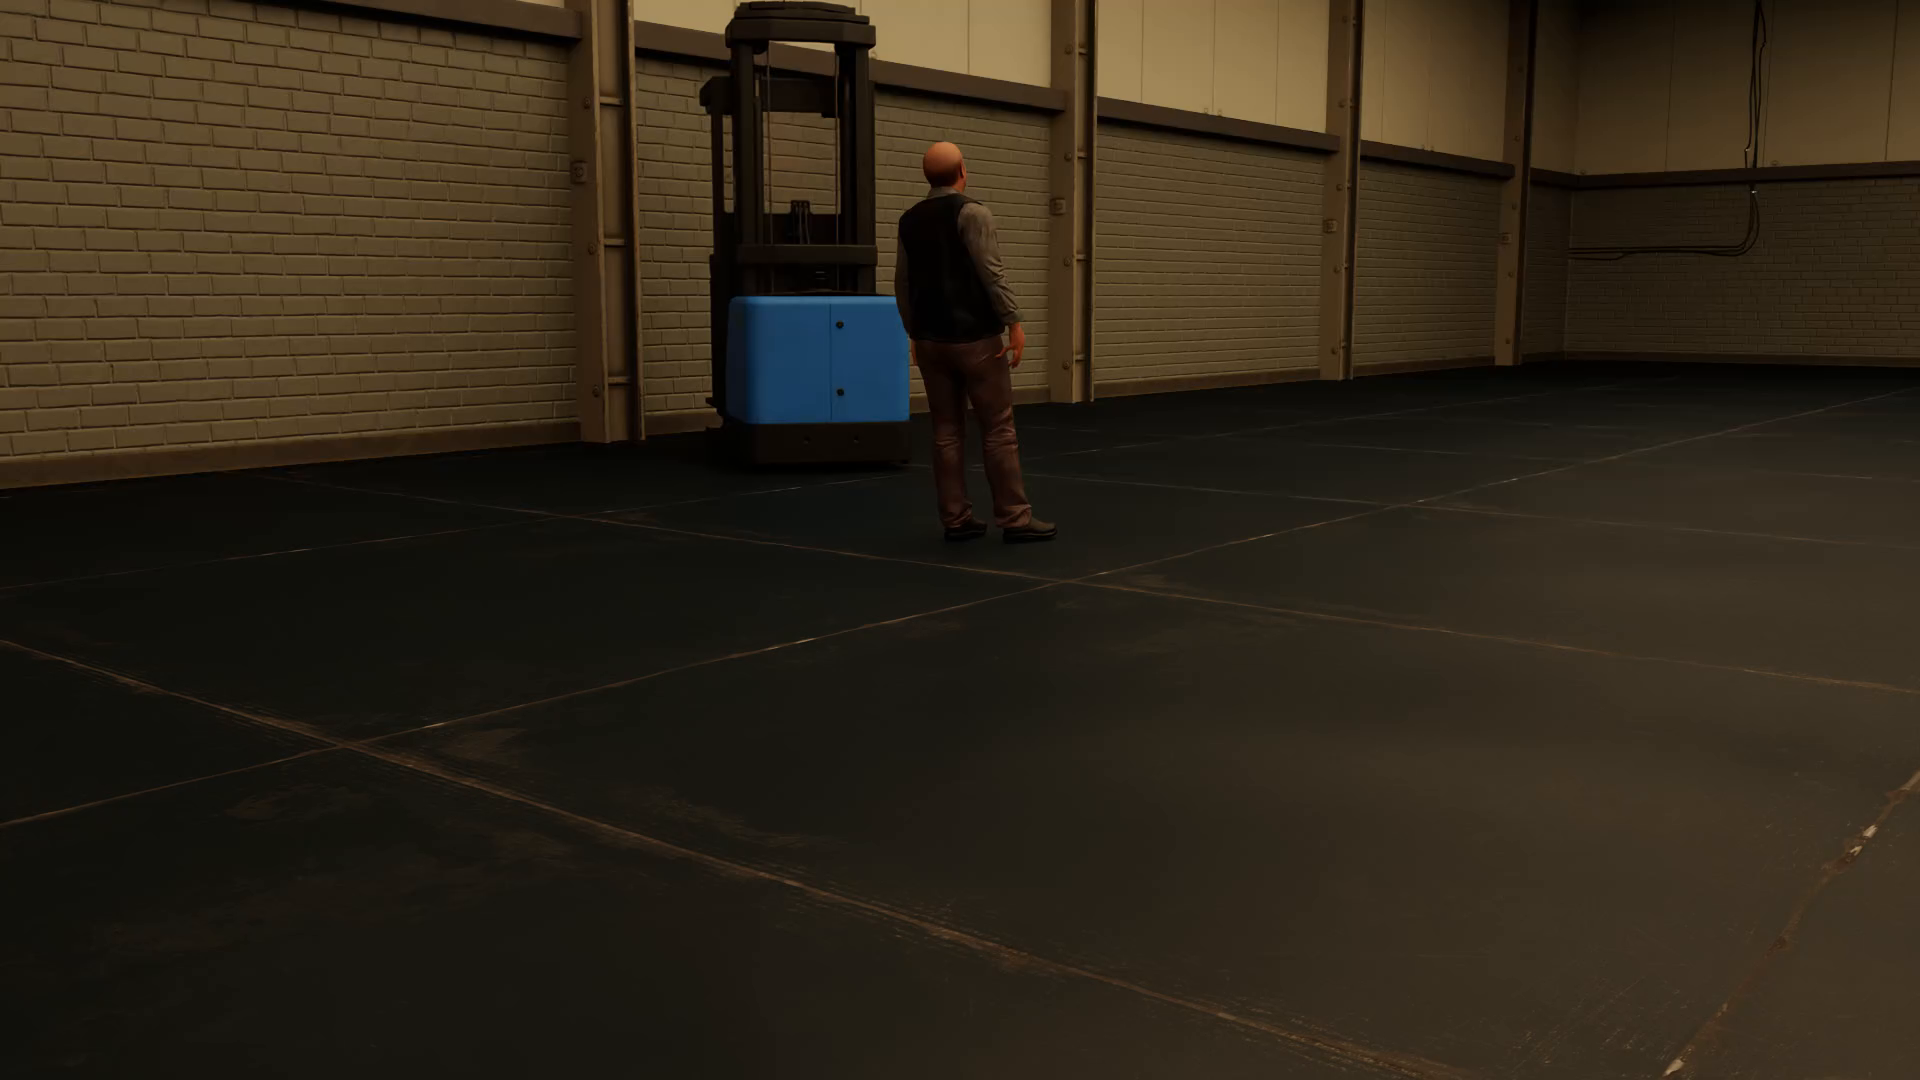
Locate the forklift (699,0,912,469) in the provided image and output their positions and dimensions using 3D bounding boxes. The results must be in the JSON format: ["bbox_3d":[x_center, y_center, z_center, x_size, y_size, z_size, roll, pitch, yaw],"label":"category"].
[{"bbox_3d":[-1.173,-2.068,11.413,1.130,2.935,3.031,-2,9,-15],"label":"forklift"}]

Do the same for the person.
[{"bbox_3d":[0.050,-0.866,7.329,0.633,1.722,0.551,7,11,38],"label":"person"}]
